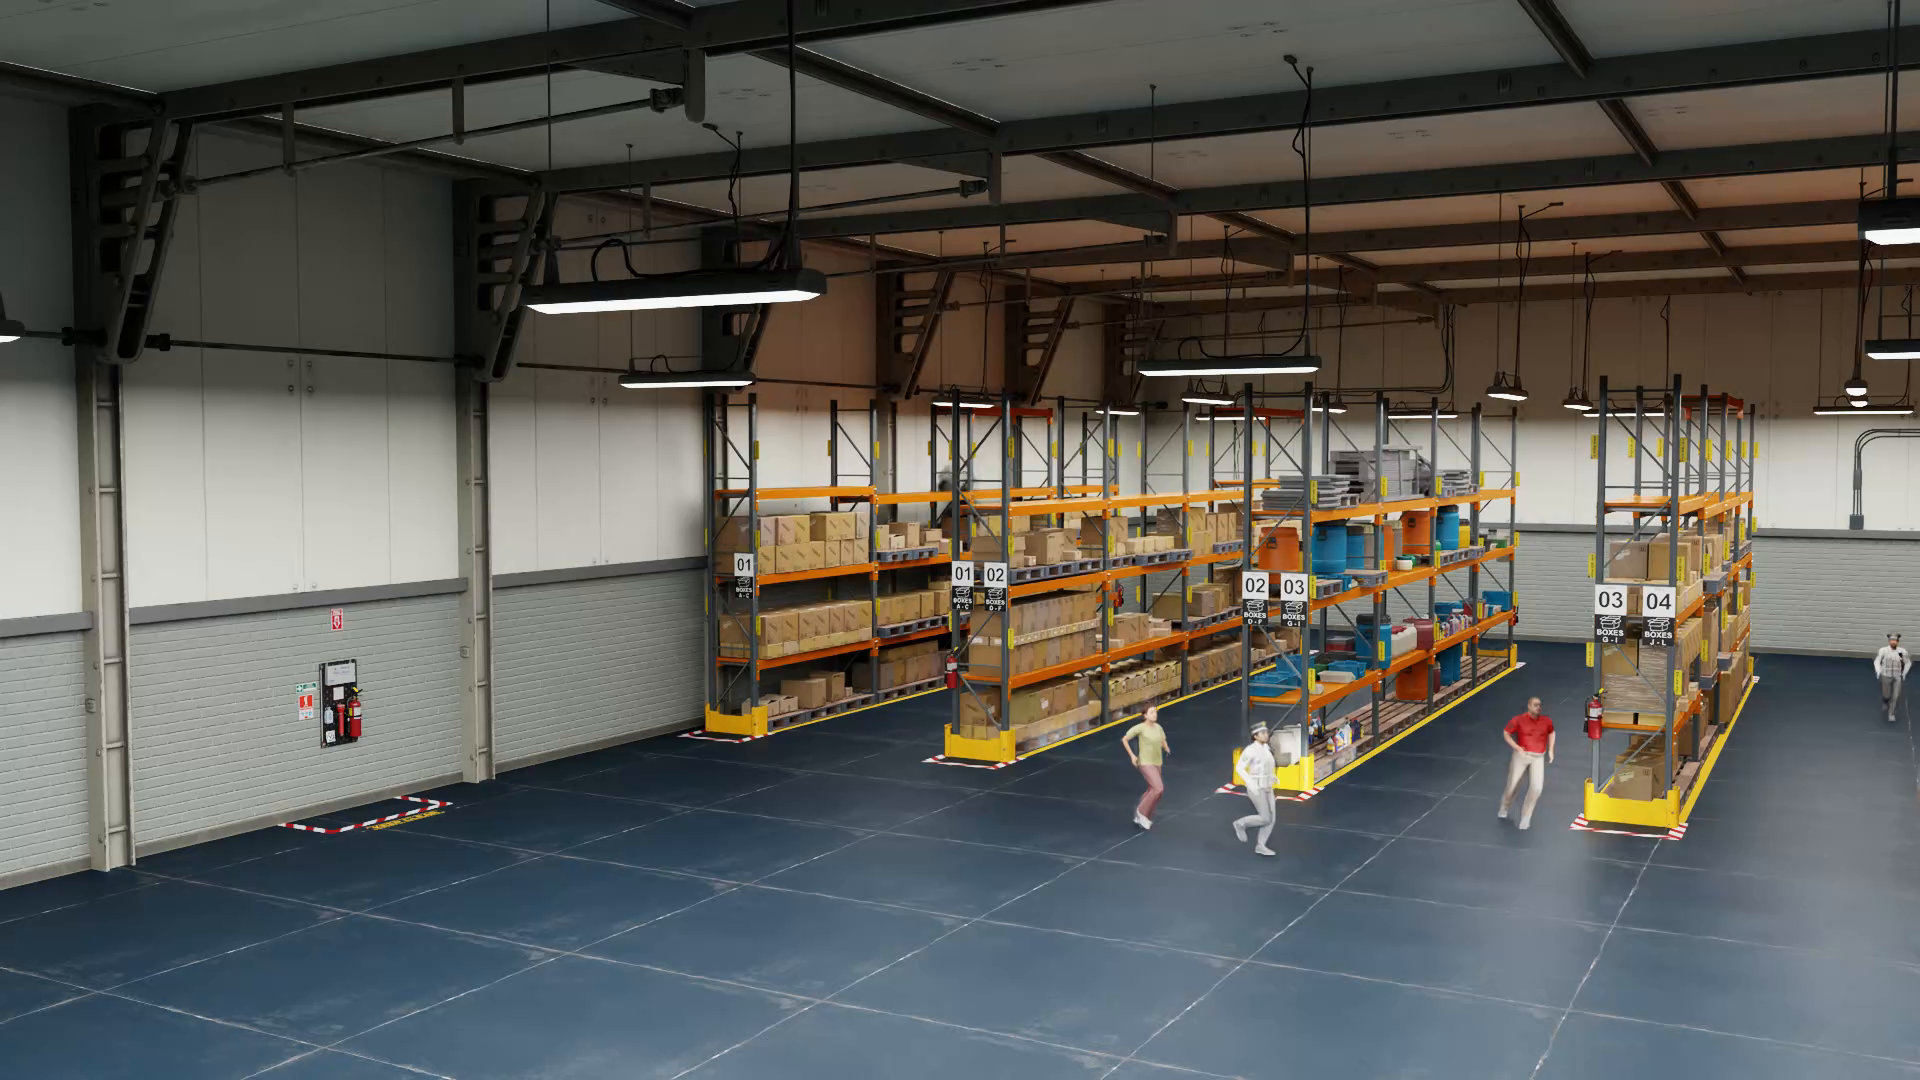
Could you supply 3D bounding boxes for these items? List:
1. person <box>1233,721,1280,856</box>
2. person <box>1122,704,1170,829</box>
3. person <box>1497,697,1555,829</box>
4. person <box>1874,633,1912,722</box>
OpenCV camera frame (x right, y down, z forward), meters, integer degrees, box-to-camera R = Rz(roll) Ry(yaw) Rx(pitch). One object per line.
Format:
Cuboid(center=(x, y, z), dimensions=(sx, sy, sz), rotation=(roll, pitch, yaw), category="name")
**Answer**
Cuboid(center=(3.687, 3.060, 20.619), dimensions=(0.567, 1.651, 0.629), rotation=(3, 4, 44), category="person")
Cuboid(center=(2.517, 2.977, 21.922), dimensions=(0.561, 1.638, 0.632), rotation=(-2, 4, -38), category="person")
Cuboid(center=(7.608, 2.970, 22.240), dimensions=(0.737, 1.759, 0.698), rotation=(0, 3, 6), category="person")
Cuboid(center=(17.316, 2.521, 30.875), dimensions=(0.607, 1.649, 0.591), rotation=(2, 3, 27), category="person")
